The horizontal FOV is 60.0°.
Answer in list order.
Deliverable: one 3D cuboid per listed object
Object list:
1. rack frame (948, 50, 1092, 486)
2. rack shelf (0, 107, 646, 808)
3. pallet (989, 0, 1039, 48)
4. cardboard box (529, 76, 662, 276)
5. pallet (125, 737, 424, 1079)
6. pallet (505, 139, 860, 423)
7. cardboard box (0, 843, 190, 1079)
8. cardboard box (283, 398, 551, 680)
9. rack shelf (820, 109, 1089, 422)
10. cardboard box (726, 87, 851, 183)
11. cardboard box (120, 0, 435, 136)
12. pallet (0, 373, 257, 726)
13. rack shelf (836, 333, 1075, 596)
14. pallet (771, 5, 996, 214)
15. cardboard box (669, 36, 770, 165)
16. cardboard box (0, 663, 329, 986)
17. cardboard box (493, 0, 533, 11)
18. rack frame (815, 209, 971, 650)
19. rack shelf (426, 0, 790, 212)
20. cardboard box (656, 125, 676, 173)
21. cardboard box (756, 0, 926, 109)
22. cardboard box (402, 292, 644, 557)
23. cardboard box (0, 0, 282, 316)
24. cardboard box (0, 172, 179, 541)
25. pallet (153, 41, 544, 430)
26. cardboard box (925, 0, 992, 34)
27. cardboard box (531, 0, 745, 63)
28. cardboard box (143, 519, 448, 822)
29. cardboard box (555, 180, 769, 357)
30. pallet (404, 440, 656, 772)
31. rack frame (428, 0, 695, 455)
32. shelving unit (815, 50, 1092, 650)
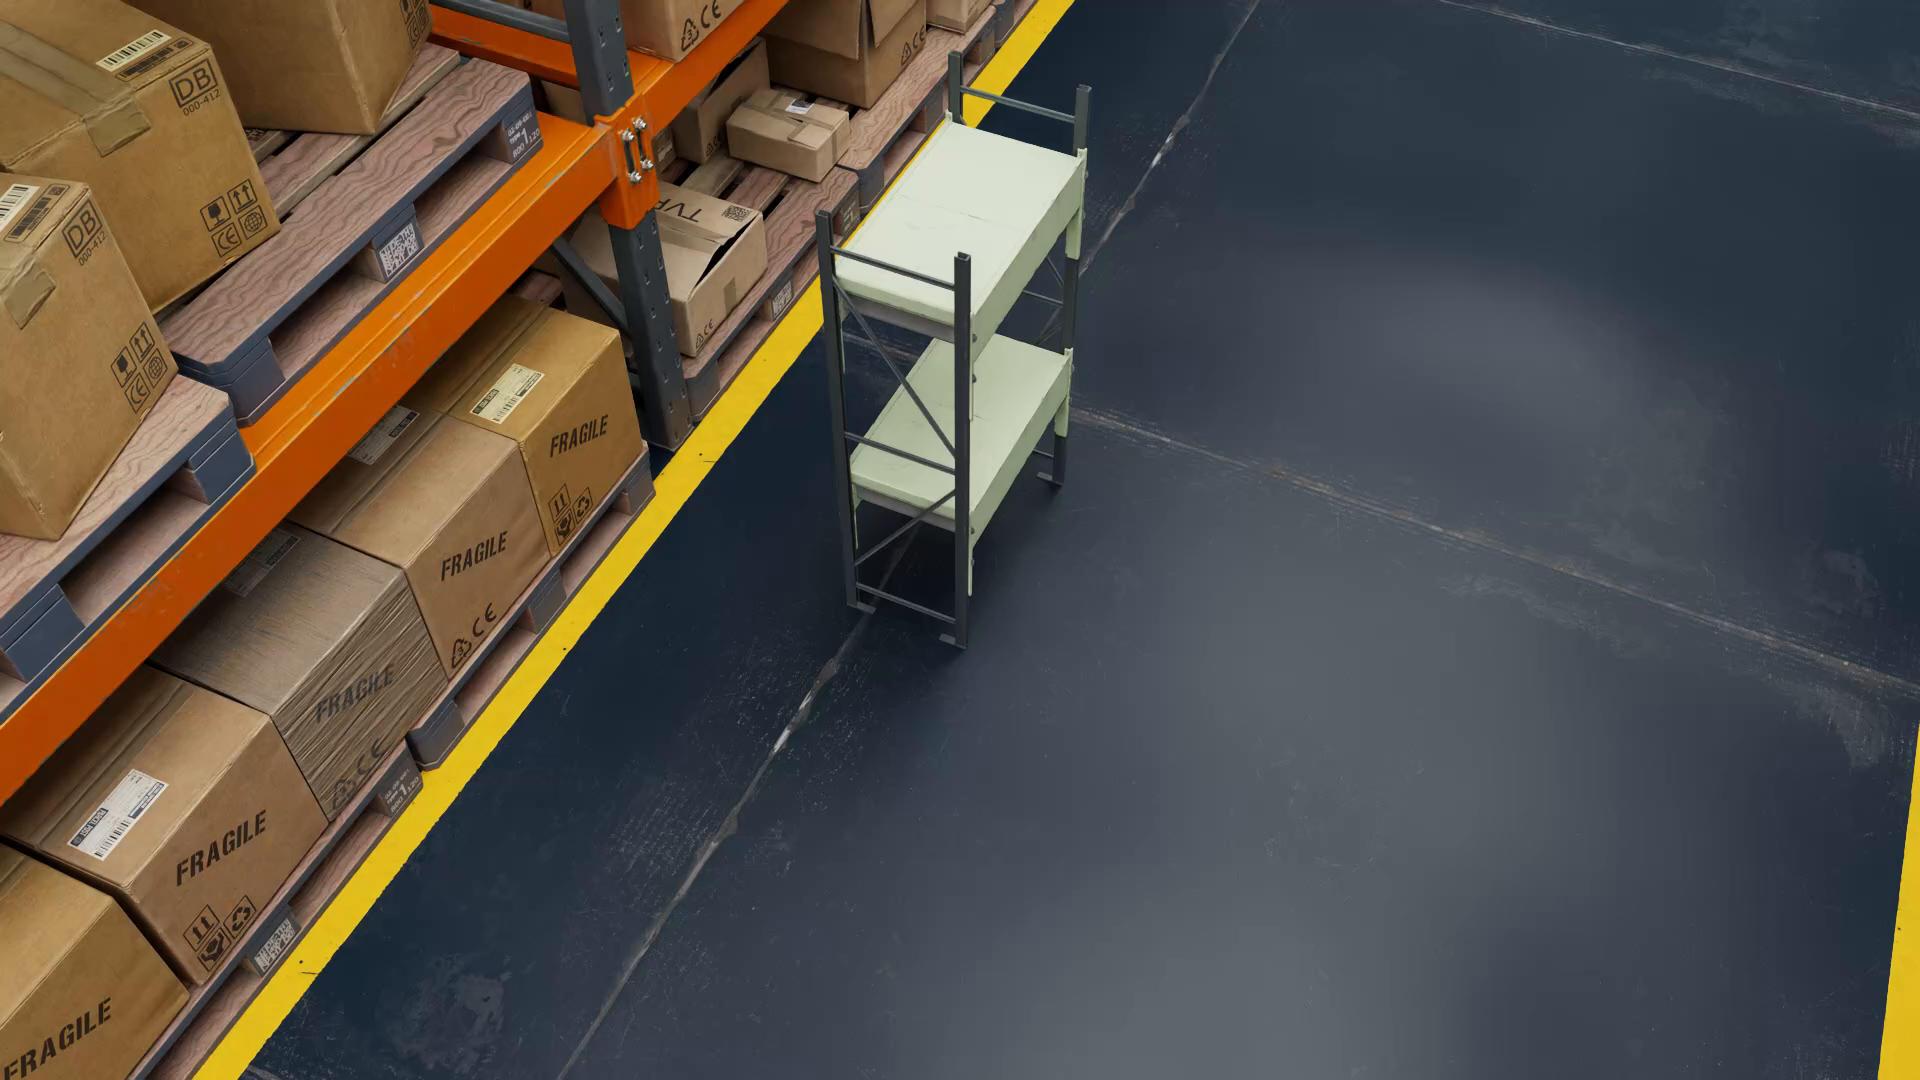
[{"bbox_3d":[0.154,-0.733,4.889,0.400,1.500,0.023,20,52,16],"label":"rack frame"},{"bbox_3d":[-2.221,0.151,3.624,1.077,0.370,4.000,20,52,16],"label":"rack shelf"},{"bbox_3d":[-0.030,-2.708,7.416,1.003,0.211,1.213,20,52,16],"label":"pallet"},{"bbox_3d":[-1.380,-1.276,5.719,0.500,0.500,0.500,20,52,16],"label":"cardboard box"},{"bbox_3d":[-2.200,0.860,4.380,1.003,0.211,1.213,20,52,16],"label":"pallet"},{"bbox_3d":[-1.072,-1.028,5.986,1.003,0.211,1.213,20,52,16],"label":"pallet"},{"bbox_3d":[-2.185,1.036,3.751,0.500,0.500,0.500,19,52,16],"label":"cardboard box"},{"bbox_3d":[-1.537,-0.021,4.651,0.500,0.500,0.500,20,52,16],"label":"cardboard box"},{"bbox_3d":[-0.003,-0.734,4.378,0.431,0.370,0.720,20,52,16],"label":"rack shelf"},{"bbox_3d":[-0.631,-1.501,6.129,0.380,0.166,0.250,20,52,16],"label":"cardboard box"},{"bbox_3d":[-1.771,-1.374,4.108,0.700,0.500,0.500,4,50,4],"label":"cardboard box"},{"bbox_3d":[-2.249,0.017,3.392,1.003,0.211,1.213,20,52,16],"label":"pallet"},{"bbox_3d":[-0.003,-0.270,4.923,0.431,0.370,0.720,20,52,16],"label":"rack shelf"},{"bbox_3d":[-0.552,-1.871,6.704,1.003,0.211,1.213,20,52,16],"label":"pallet"},{"bbox_3d":[-1.059,-1.731,6.230,0.500,0.311,0.500,20,52,16],"label":"cardboard box"},{"bbox_3d":[-1.967,0.675,4.058,0.500,0.500,0.500,18,52,15],"label":"cardboard box"},{"bbox_3d":[-1.385,-1.919,4.848,0.500,0.500,0.500,21,53,17],"label":"cardboard box"},{"bbox_3d":[-0.159,-0.229,4.460,0.400,1.500,0.023,20,52,16],"label":"rack frame"},{"bbox_3d":[-0.512,-2.603,5.968,1.077,0.370,4.000,20,52,16],"label":"rack shelf"},{"bbox_3d":[-1.274,-1.440,6.089,0.380,0.149,0.250,20,52,16],"label":"cardboard box"},{"bbox_3d":[-0.569,-2.088,6.408,0.797,0.503,0.637,20,52,16],"label":"cardboard box"},{"bbox_3d":[-1.318,-0.359,4.938,0.500,0.500,0.500,20,52,16],"label":"cardboard box"},{"bbox_3d":[-2.008,-0.880,3.688,0.700,0.500,0.500,28,55,22],"label":"cardboard box"},{"bbox_3d":[-2.066,-0.391,3.272,0.700,0.500,0.500,8,50,7],"label":"cardboard box"},{"bbox_3d":[-1.807,-0.882,4.157,1.003,0.211,1.213,20,52,16],"label":"pallet"},{"bbox_3d":[-0.100,-2.366,6.810,0.500,0.250,0.500,20,52,16],"label":"cardboard box"},{"bbox_3d":[-0.902,-1.754,4.707,0.500,0.500,0.500,21,53,17],"label":"cardboard box"},{"bbox_3d":[-1.752,0.324,4.357,0.500,0.500,0.500,20,53,17],"label":"cardboard box"},{"bbox_3d":[-0.992,-0.949,5.565,0.500,0.311,0.500,20,52,16],"label":"cardboard box"},{"bbox_3d":[-1.680,0.017,5.097,1.003,0.211,1.213,20,52,16],"label":"pallet"},{"bbox_3d":[-1.367,-1.459,4.522,1.000,3.000,0.127,20,52,16],"label":"rack frame"},{"bbox_3d":[-0.003,-0.481,4.675,0.431,1.500,0.755,20,52,16],"label":"shelving unit"}]
